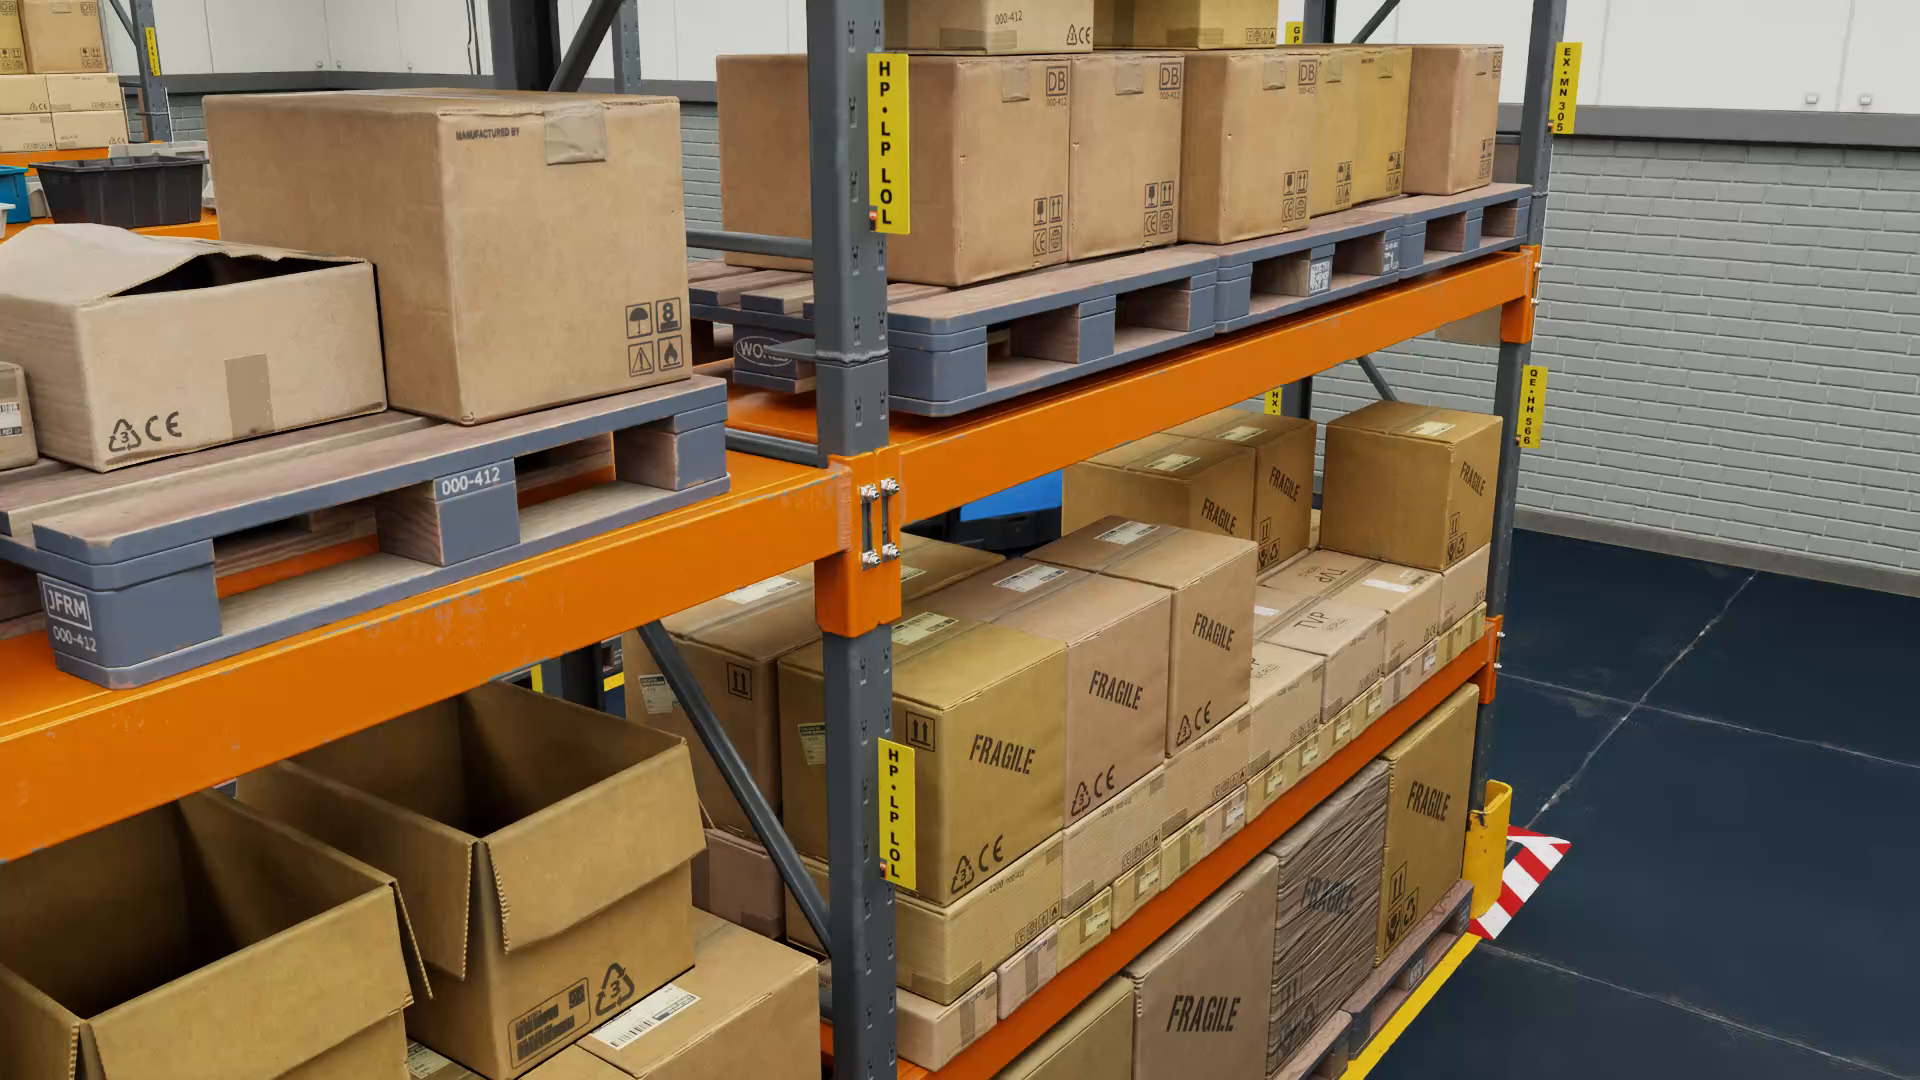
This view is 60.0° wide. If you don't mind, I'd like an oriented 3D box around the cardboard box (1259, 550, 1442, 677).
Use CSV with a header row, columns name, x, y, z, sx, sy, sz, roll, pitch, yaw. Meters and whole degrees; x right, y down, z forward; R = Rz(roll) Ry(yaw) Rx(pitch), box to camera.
name,x,y,z,sx,sy,sz,roll,pitch,yaw
cardboard box,1.428,0.260,6.101,0.500,0.250,0.500,12,21,34

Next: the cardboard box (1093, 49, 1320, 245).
name,x,y,z,sx,sy,sz,roll,pitch,yaw
cardboard box,0.590,-1.153,4.794,0.700,0.500,0.500,14,22,37

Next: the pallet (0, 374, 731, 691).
name,x,y,z,sx,sy,sz,roll,pitch,yaw
pallet,-1.084,-0.114,2.819,0.805,0.209,1.217,11,21,33

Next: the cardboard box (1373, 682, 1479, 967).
name,x,y,z,sx,sy,sz,roll,pitch,yaw
cardboard box,1.489,1.028,6.751,0.875,0.875,0.875,12,21,35

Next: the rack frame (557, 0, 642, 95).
name,x,y,z,sx,sy,sz,roll,pitch,yaw
rack frame,-2.172,-3.693,8.963,1.000,3.000,0.127,12,21,35

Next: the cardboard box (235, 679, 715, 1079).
name,x,y,z,sx,sy,sz,roll,pitch,yaw
cardboard box,-0.951,0.626,3.309,0.797,0.503,0.637,12,21,33

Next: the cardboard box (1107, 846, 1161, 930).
name,x,y,z,sx,sy,sz,roll,pitch,yaw
cardboard box,0.334,0.920,4.648,0.380,0.149,0.250,12,21,33

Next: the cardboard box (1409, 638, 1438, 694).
name,x,y,z,sx,sy,sz,roll,pitch,yaw
cardboard box,1.554,0.432,6.218,0.380,0.149,0.250,12,21,35

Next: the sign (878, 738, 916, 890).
name,x,y,z,sx,sy,sz,roll,pitch,yaw
sign,-0.136,0.578,3.505,0.100,0.325,0.005,12,21,35

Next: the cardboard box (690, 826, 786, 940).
name,x,y,z,sx,sy,sz,roll,pitch,yaw
cardboard box,-0.525,0.778,4.433,0.500,0.250,0.500,12,21,34

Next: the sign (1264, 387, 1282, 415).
name,x,y,z,sx,sy,sz,roll,pitch,yaw
sign,1.364,-0.504,7.215,0.100,0.325,0.005,12,21,35

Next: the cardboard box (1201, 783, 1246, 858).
name,x,y,z,sx,sy,sz,roll,pitch,yaw
cardboard box,0.638,0.799,5.036,0.380,0.149,0.250,13,21,35

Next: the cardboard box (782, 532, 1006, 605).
name,x,y,z,sx,sy,sz,roll,pitch,yaw
cardboard box,-0.216,0.296,4.720,0.500,0.500,0.500,13,21,35

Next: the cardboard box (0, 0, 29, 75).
name,x,y,z,sx,sy,sz,roll,pitch,yaw
cardboard box,-6.806,-3.433,11.328,0.700,0.500,0.500,12,21,35

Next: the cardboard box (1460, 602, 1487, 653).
name,x,y,z,sx,sy,sz,roll,pitch,yaw
cardboard box,1.858,0.310,6.611,0.380,0.149,0.250,13,21,36

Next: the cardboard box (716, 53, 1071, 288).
name,x,y,z,sx,sy,sz,roll,pitch,yaw
cardboard box,-0.159,-0.926,4.064,0.700,0.500,0.500,11,20,31

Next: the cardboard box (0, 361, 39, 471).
name,x,y,z,sx,sy,sz,roll,pitch,yaw
cardboard box,-1.585,-0.185,2.440,0.380,0.149,0.250,11,21,32

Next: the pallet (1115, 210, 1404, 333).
name,x,y,z,sx,sy,sz,roll,pitch,yaw
pallet,0.646,-0.873,5.088,1.003,0.211,1.213,12,21,35

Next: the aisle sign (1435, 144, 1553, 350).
name,x,y,z,sx,sy,sz,roll,pitch,yaw
aisle sign,2.090,-1.159,6.534,0.394,0.787,0.004,12,21,35

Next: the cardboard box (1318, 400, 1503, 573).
name,x,y,z,sx,sy,sz,roll,pitch,yaw
cardboard box,1.727,-0.219,6.378,0.500,0.500,0.500,13,21,35

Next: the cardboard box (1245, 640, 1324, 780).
name,x,y,z,sx,sy,sz,roll,pitch,yaw
cardboard box,0.818,0.506,5.309,0.500,0.250,0.500,12,21,35

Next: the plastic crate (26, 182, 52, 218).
name,x,y,z,sx,sy,sz,roll,pitch,yaw
plastic crate,-4.103,-1.552,7.571,0.293,0.136,0.466,12,21,35

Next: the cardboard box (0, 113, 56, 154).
name,x,y,z,sx,sy,sz,roll,pitch,yaw
cardboard box,-6.549,-2.779,11.331,0.500,0.250,0.500,12,21,35

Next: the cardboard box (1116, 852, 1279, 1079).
name,x,y,z,sx,sy,sz,roll,pitch,yaw
cardboard box,0.416,1.456,5.370,0.875,0.875,0.875,12,21,35

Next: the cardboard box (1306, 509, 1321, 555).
name,x,y,z,sx,sy,sz,roll,pitch,yaw
cardboard box,1.303,0.043,6.798,0.500,0.250,0.500,12,21,33

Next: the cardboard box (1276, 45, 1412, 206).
name,x,y,z,sx,sy,sz,roll,pitch,yaw
cardboard box,1.107,-1.436,5.706,0.700,0.500,0.500,12,21,33

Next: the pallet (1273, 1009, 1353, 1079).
name,x,y,z,sx,sy,sz,roll,pitch,yaw
pallet,0.665,1.872,5.859,1.003,0.211,1.213,12,21,35

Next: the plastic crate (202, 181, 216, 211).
name,x,y,z,sx,sy,sz,roll,pitch,yaw
plastic crate,-3.204,-1.599,7.721,0.437,0.136,0.530,12,21,35

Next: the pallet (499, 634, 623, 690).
name,x,y,z,sx,sy,sz,roll,pitch,yaw
pallet,-2.694,0.693,9.656,1.003,0.211,1.213,12,21,35

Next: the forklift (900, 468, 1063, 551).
name,x,y,z,sx,sy,sz,roll,pitch,yaw
forklift,-0.632,-1.304,11.500,3.031,2.935,1.130,-9,19,-26

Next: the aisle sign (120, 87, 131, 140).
name,x,y,z,sx,sy,sz,roll,pitch,yaw
aisle sign,-6.343,-3.014,12.508,0.394,0.787,0.004,12,21,35

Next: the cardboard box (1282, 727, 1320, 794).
name,x,y,z,sx,sy,sz,roll,pitch,yaw
cardboard box,0.947,0.674,5.439,0.380,0.149,0.250,13,21,36

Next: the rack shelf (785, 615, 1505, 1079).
name,x,y,z,sx,sy,sz,roll,pitch,yaw
rack shelf,0.614,0.867,5.607,1.077,0.370,4.000,12,21,35

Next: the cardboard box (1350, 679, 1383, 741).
name,x,y,z,sx,sy,sz,roll,pitch,yaw
cardboard box,1.251,0.553,5.827,0.380,0.149,0.250,12,21,33

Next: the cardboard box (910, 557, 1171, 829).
name,x,y,z,sx,sy,sz,roll,pitch,yaw
cardboard box,0.213,0.386,4.429,0.500,0.500,0.500,12,21,35

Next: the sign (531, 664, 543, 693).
name,x,y,z,sx,sy,sz,roll,pitch,yaw
sign,-1.024,0.451,4.141,0.100,0.325,0.005,12,21,35

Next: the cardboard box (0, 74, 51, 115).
name,x,y,z,sx,sy,sz,roll,pitch,yaw
cardboard box,-6.547,-3.017,11.255,0.500,0.250,0.500,12,21,35

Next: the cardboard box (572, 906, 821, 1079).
name,x,y,z,sx,sy,sz,roll,pitch,yaw
cardboard box,-0.637,1.112,3.438,0.500,0.500,0.500,12,21,35

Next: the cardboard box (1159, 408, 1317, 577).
name,x,y,z,sx,sy,sz,roll,pitch,yaw
cardboard box,1.005,-0.196,6.304,0.500,0.500,0.500,12,21,33

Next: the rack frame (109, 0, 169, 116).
name,x,y,z,sx,sy,sz,roll,pitch,yaw
rack frame,-6.148,-4.569,11.785,1.000,3.000,0.127,12,21,35

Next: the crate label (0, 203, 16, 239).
name,x,y,z,sx,sy,sz,roll,pitch,yaw
crate label,-4.031,-1.248,6.590,0.293,0.136,0.466,12,21,35

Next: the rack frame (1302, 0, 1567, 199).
name,x,y,z,sx,sy,sz,roll,pitch,yaw
rack frame,1.806,-2.818,6.145,1.000,3.000,0.127,12,21,35

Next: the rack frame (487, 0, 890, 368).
name,x,y,z,sx,sy,sz,roll,pitch,yaw
rack frame,-0.577,-1.865,3.077,1.000,3.000,0.127,12,21,35

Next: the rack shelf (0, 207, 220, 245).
name,x,y,z,sx,sy,sz,roll,pitch,yaw
rack shelf,-3.363,-1.441,7.981,1.077,0.370,4.000,12,21,35

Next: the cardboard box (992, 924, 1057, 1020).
name,x,y,z,sx,sy,sz,roll,pitch,yaw
cardboard box,0.023,1.045,4.243,0.380,0.149,0.250,12,21,33

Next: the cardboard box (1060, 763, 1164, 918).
name,x,y,z,sx,sy,sz,roll,pitch,yaw
cardboard box,0.213,0.746,4.535,0.500,0.250,0.500,12,21,34

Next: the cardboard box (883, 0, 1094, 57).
name,x,y,z,sx,sy,sz,roll,pitch,yaw
cardboard box,-0.012,-1.310,4.036,0.500,0.250,0.500,11,20,31

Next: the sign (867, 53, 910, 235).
name,x,y,z,sx,sy,sz,roll,pitch,yaw
sign,-0.136,-0.736,3.097,0.100,0.325,0.005,12,21,35

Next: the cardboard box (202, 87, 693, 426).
name,x,y,z,sx,sy,sz,roll,pitch,yaw
cardboard box,-0.915,-0.541,2.994,0.700,0.500,0.500,13,22,36

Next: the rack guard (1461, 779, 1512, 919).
name,x,y,z,sx,sy,sz,roll,pitch,yaw
rack guard,1.820,1.235,7.424,1.175,0.500,0.348,12,21,35
